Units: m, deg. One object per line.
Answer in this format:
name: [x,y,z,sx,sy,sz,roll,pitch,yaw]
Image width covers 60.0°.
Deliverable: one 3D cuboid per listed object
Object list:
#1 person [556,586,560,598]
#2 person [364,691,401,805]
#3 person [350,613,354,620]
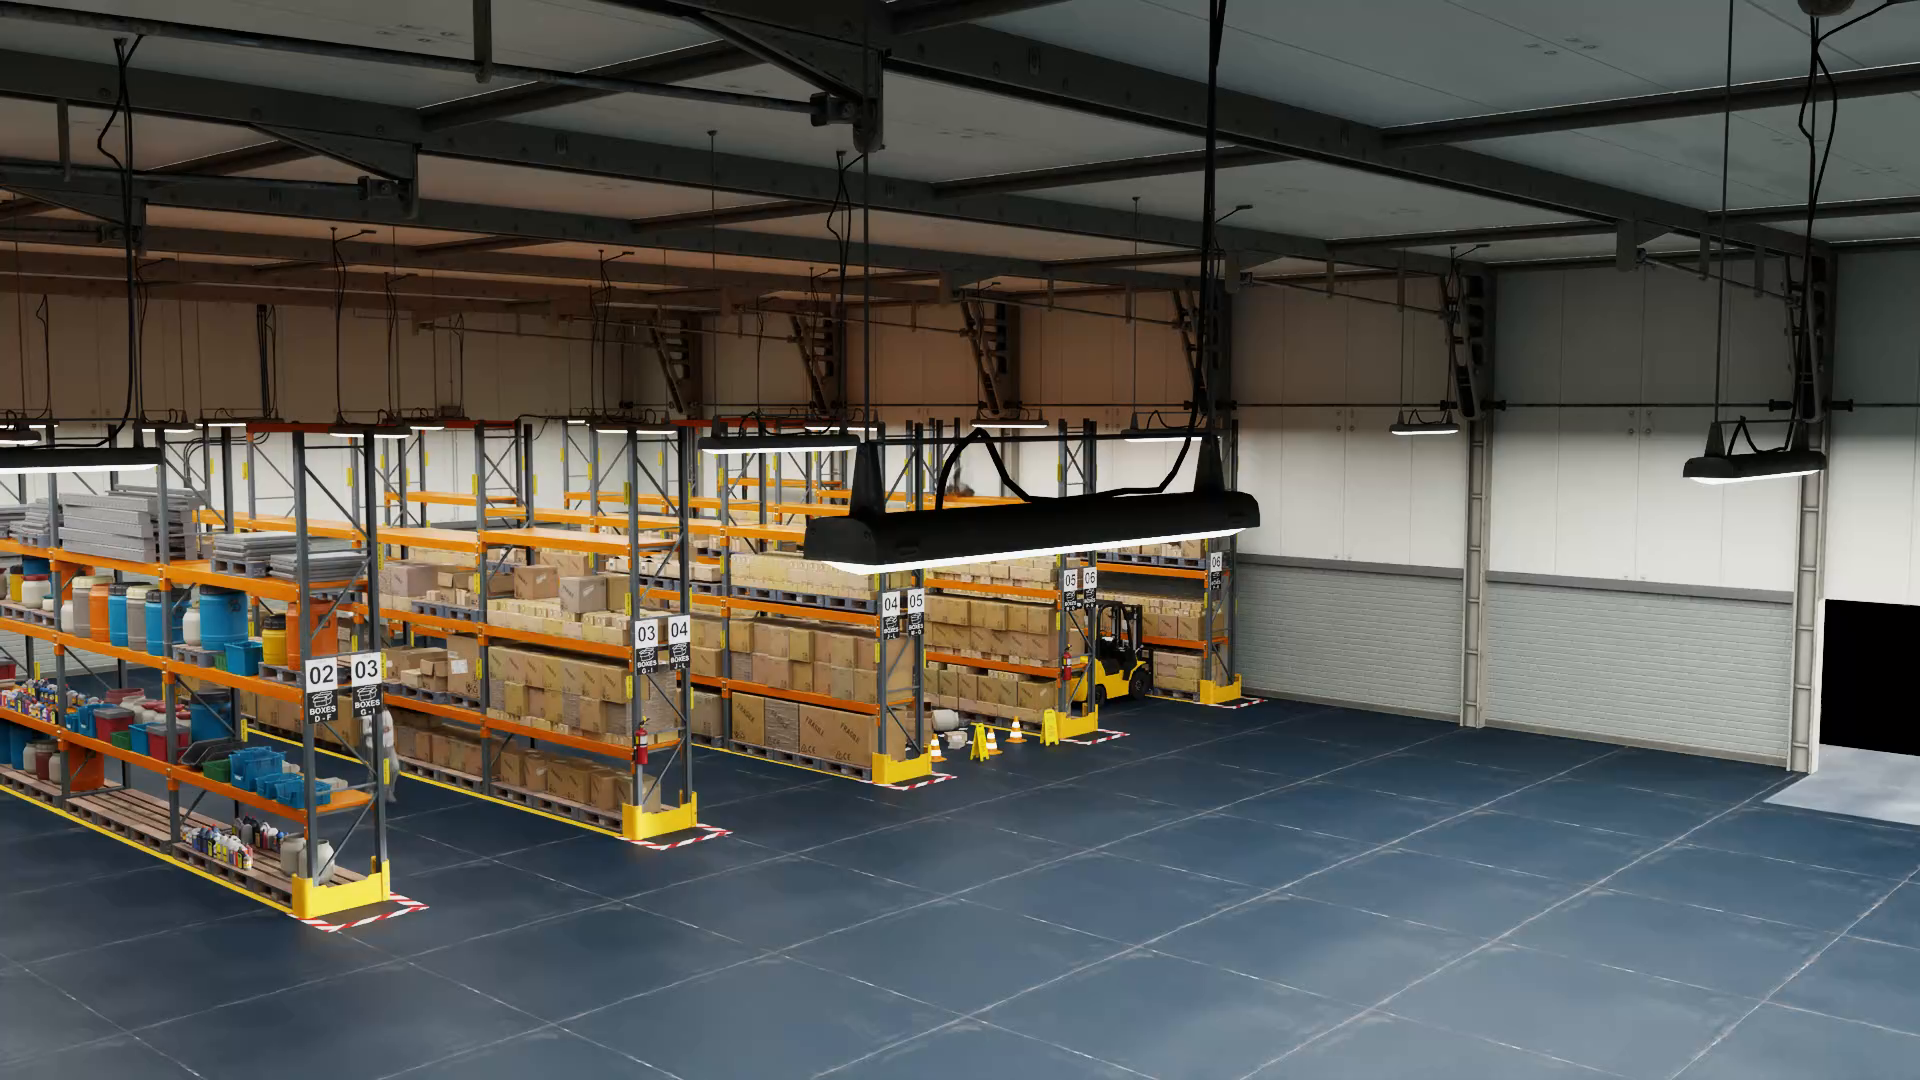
person: [-10.508,1.944,43.593,0.900,1.611,0.662,-1,5,-8]
person: [-9.160,3.294,26.372,0.734,1.828,0.639,4,6,37]
person: [-13.548,2.451,37.107,0.753,1.703,0.572,-4,6,-42]
